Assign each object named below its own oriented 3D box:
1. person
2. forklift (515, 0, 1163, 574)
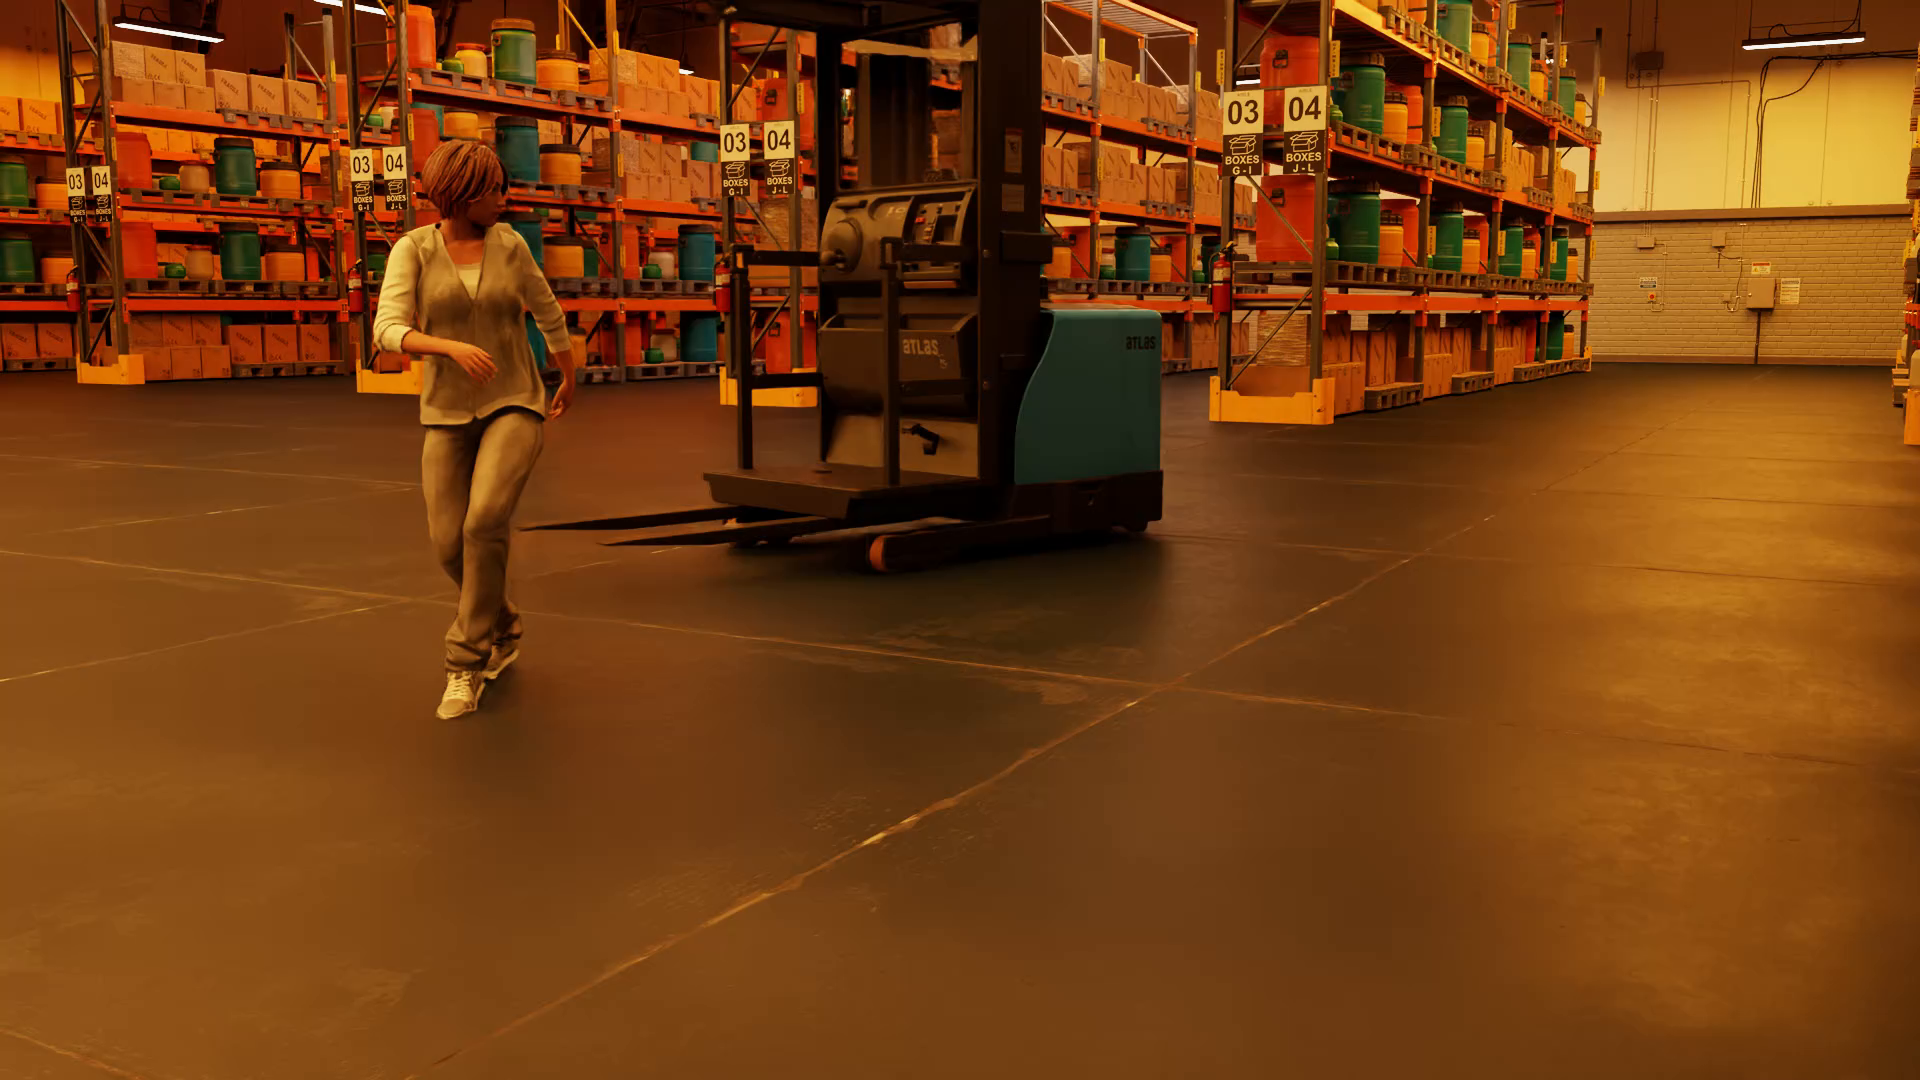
[{"bbox_3d":[-1.364,-0.319,4.668,0.452,1.566,0.790,0,8,-3],"label":"person"},{"bbox_3d":[-0.433,-1.392,7.179,3.031,2.935,1.130,-8,11,-44],"label":"forklift"}]
